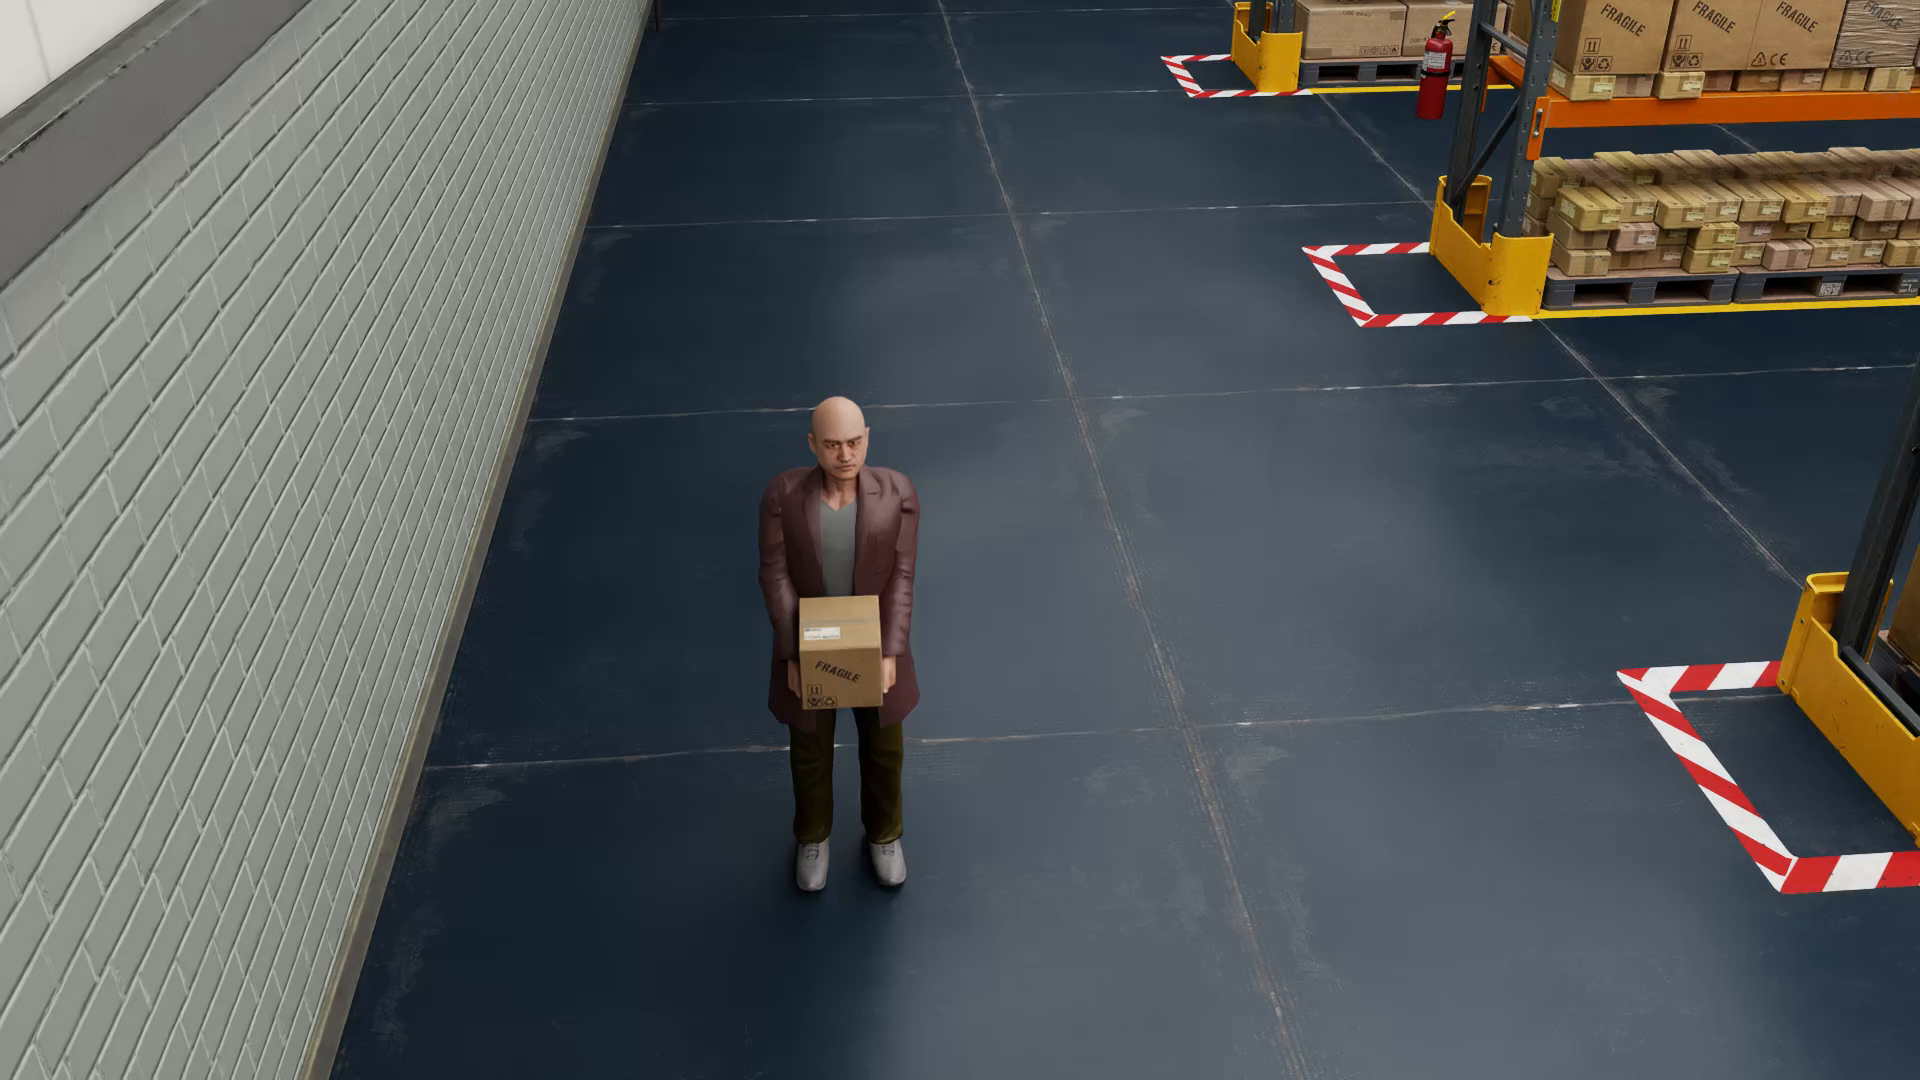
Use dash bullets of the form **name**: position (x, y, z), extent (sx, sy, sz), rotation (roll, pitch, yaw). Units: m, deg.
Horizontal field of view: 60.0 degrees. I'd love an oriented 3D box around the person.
- **person**: position (-0.380, 0.413, 5.457), extent (0.529, 1.773, 0.550), rotation (-2, 31, -4)
